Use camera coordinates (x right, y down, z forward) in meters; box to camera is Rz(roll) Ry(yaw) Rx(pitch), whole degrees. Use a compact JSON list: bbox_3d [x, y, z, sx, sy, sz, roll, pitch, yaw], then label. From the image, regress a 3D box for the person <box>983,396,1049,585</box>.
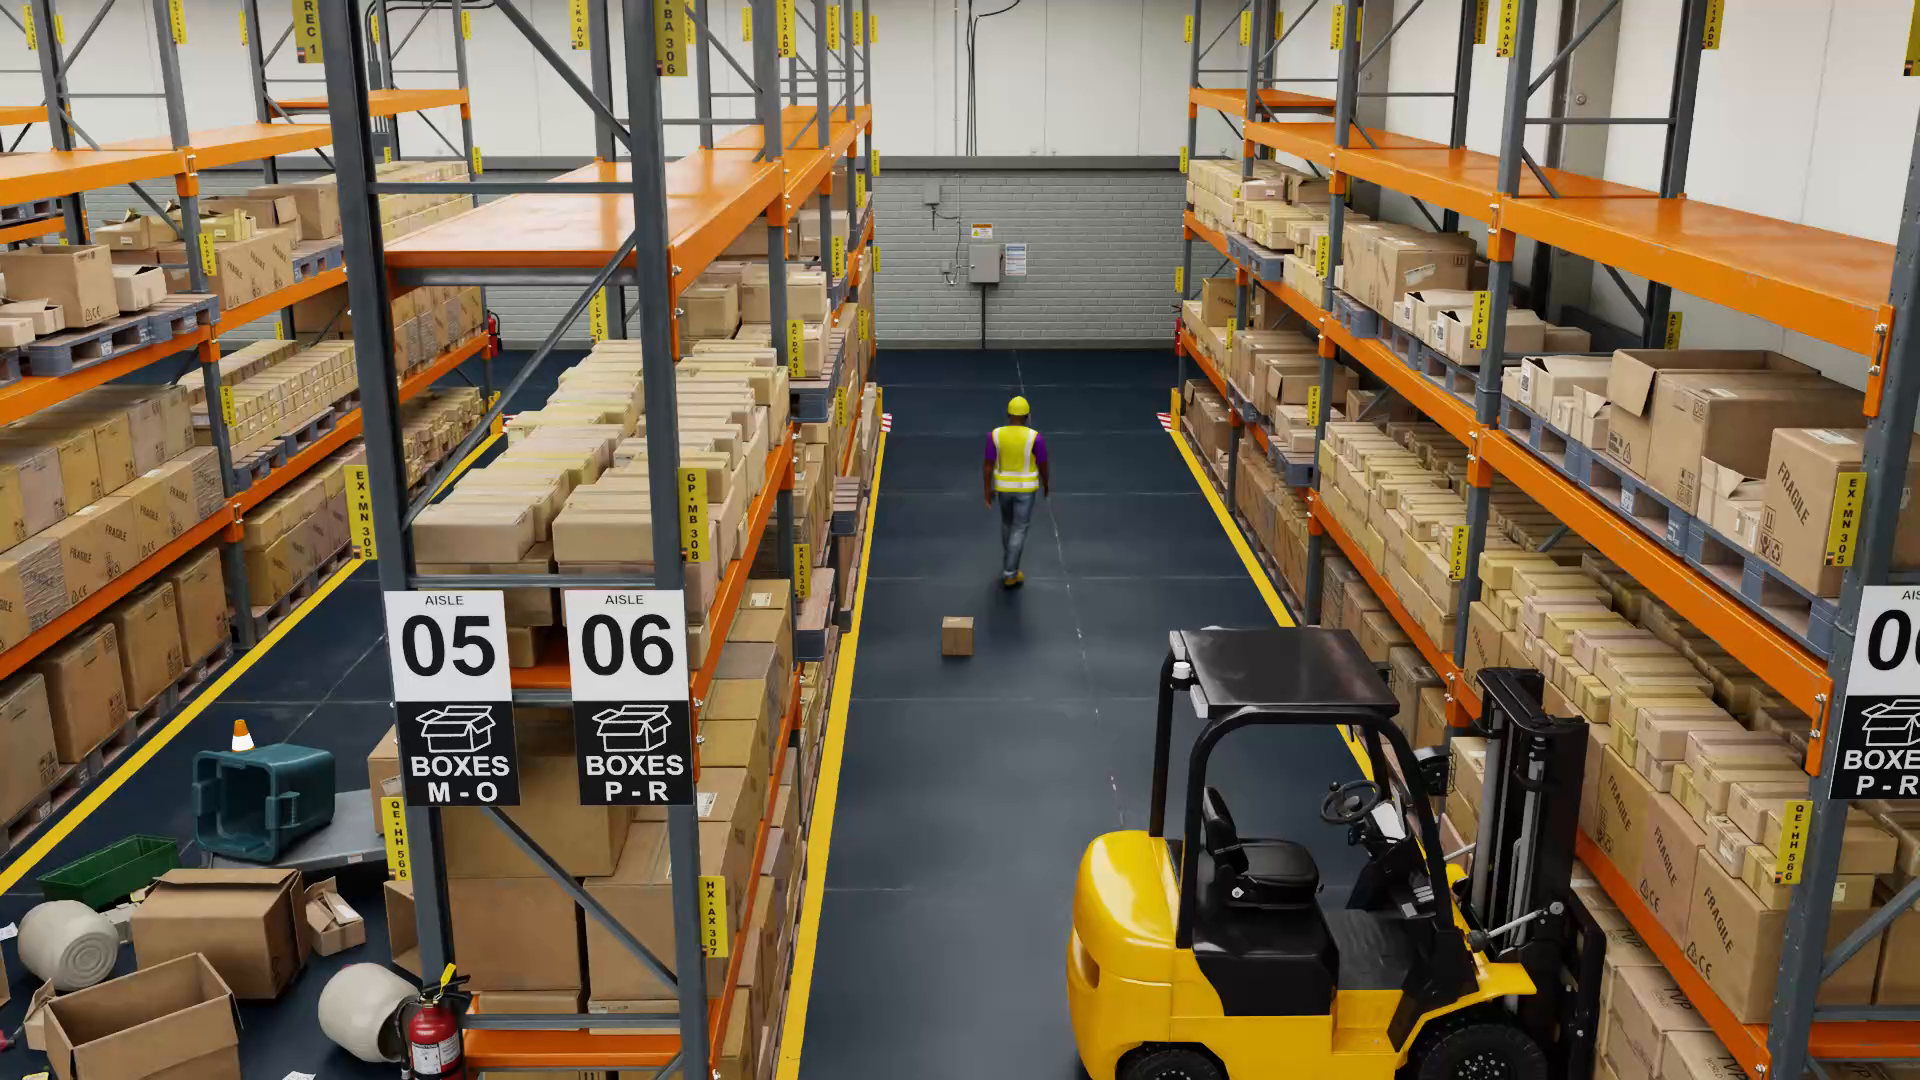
[{"bbox_3d":[0.555,-0.489,15.594,0.584,1.772,0.856,6,18,19],"label":"person"}]
